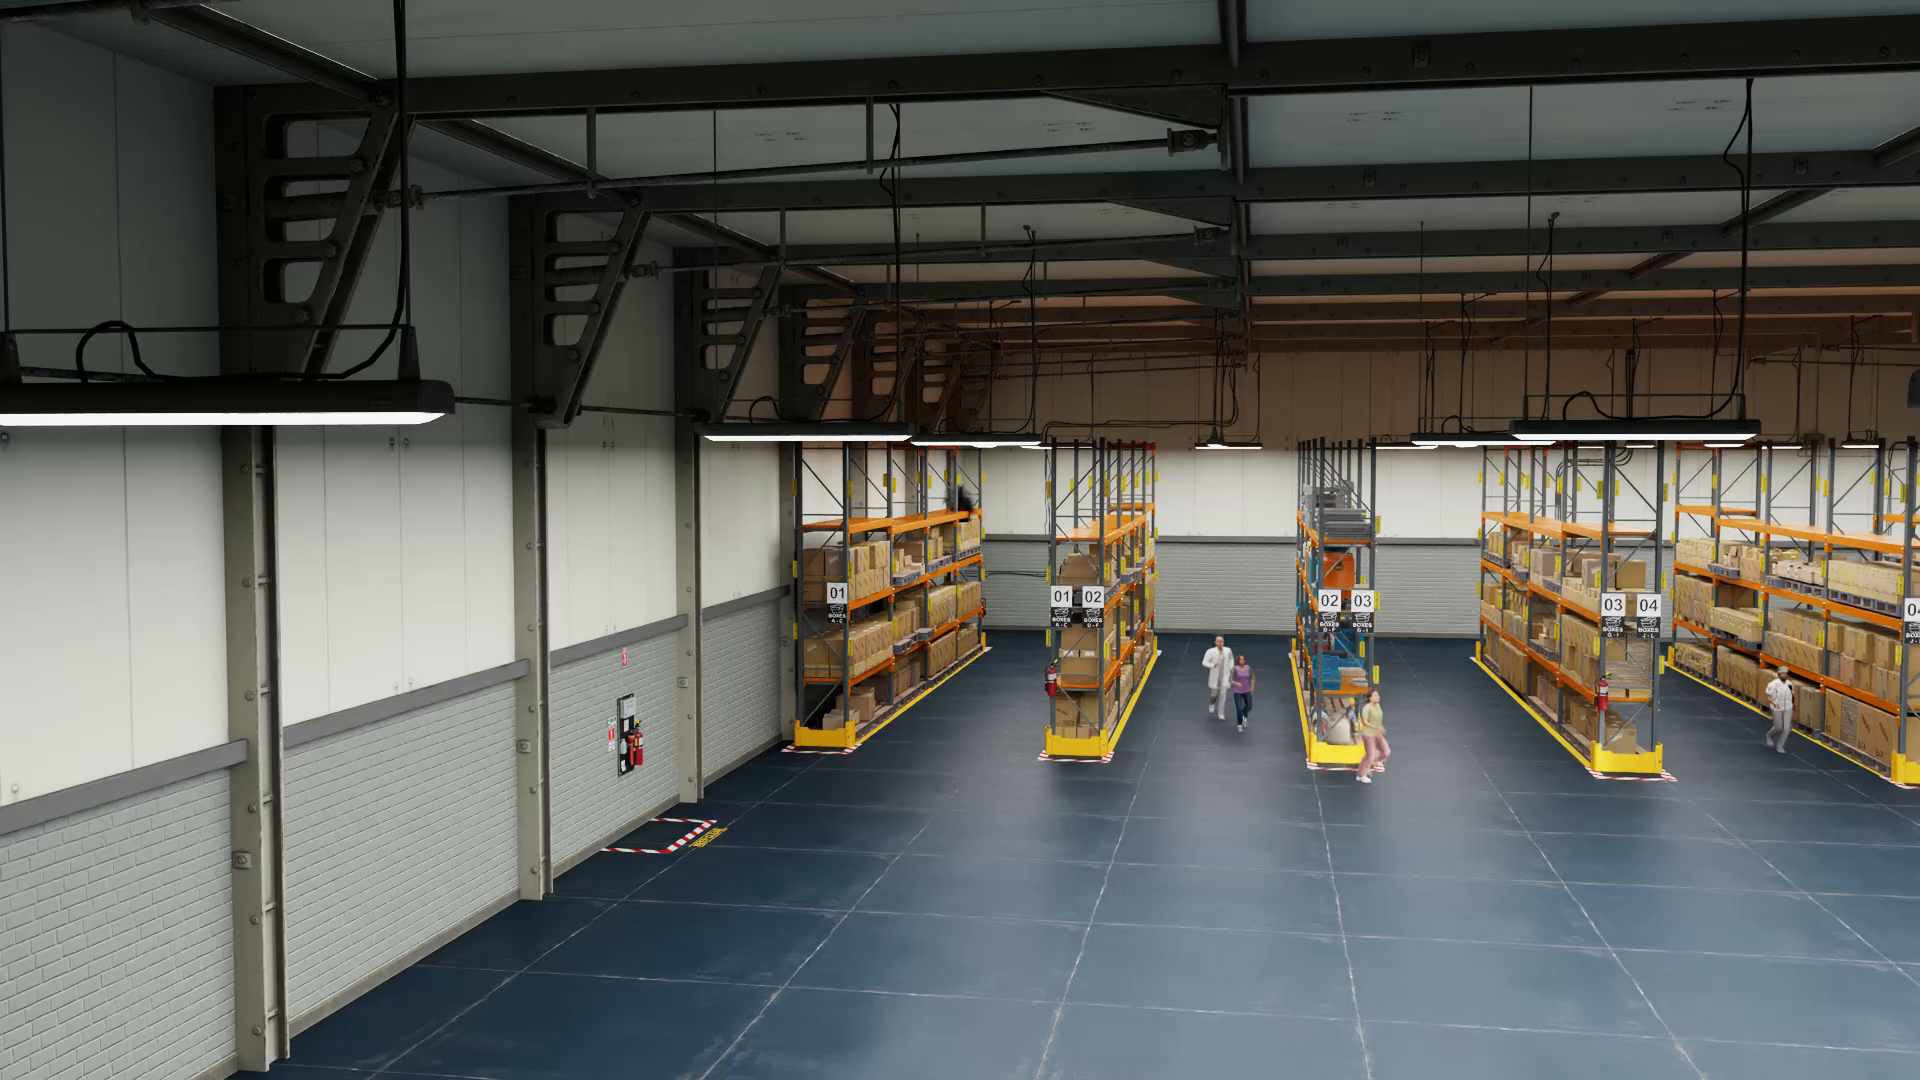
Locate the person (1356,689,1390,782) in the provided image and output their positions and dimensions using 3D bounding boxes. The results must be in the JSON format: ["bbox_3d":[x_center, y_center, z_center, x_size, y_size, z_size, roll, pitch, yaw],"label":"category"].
[{"bbox_3d":[7.166,3.385,28.783,0.610,1.625,0.629,-3,4,-41],"label":"person"}]

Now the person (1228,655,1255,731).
[{"bbox_3d":[5.791,3.134,34.070,0.590,1.569,0.520,0,3,-5],"label":"person"}]

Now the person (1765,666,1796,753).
[{"bbox_3d":[15.644,3.217,31.684,0.564,1.655,0.533,0,3,1],"label":"person"}]

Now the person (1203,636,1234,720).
[{"bbox_3d":[5.564,2.941,35.754,0.716,1.753,0.901,0,3,-3],"label":"person"}]
